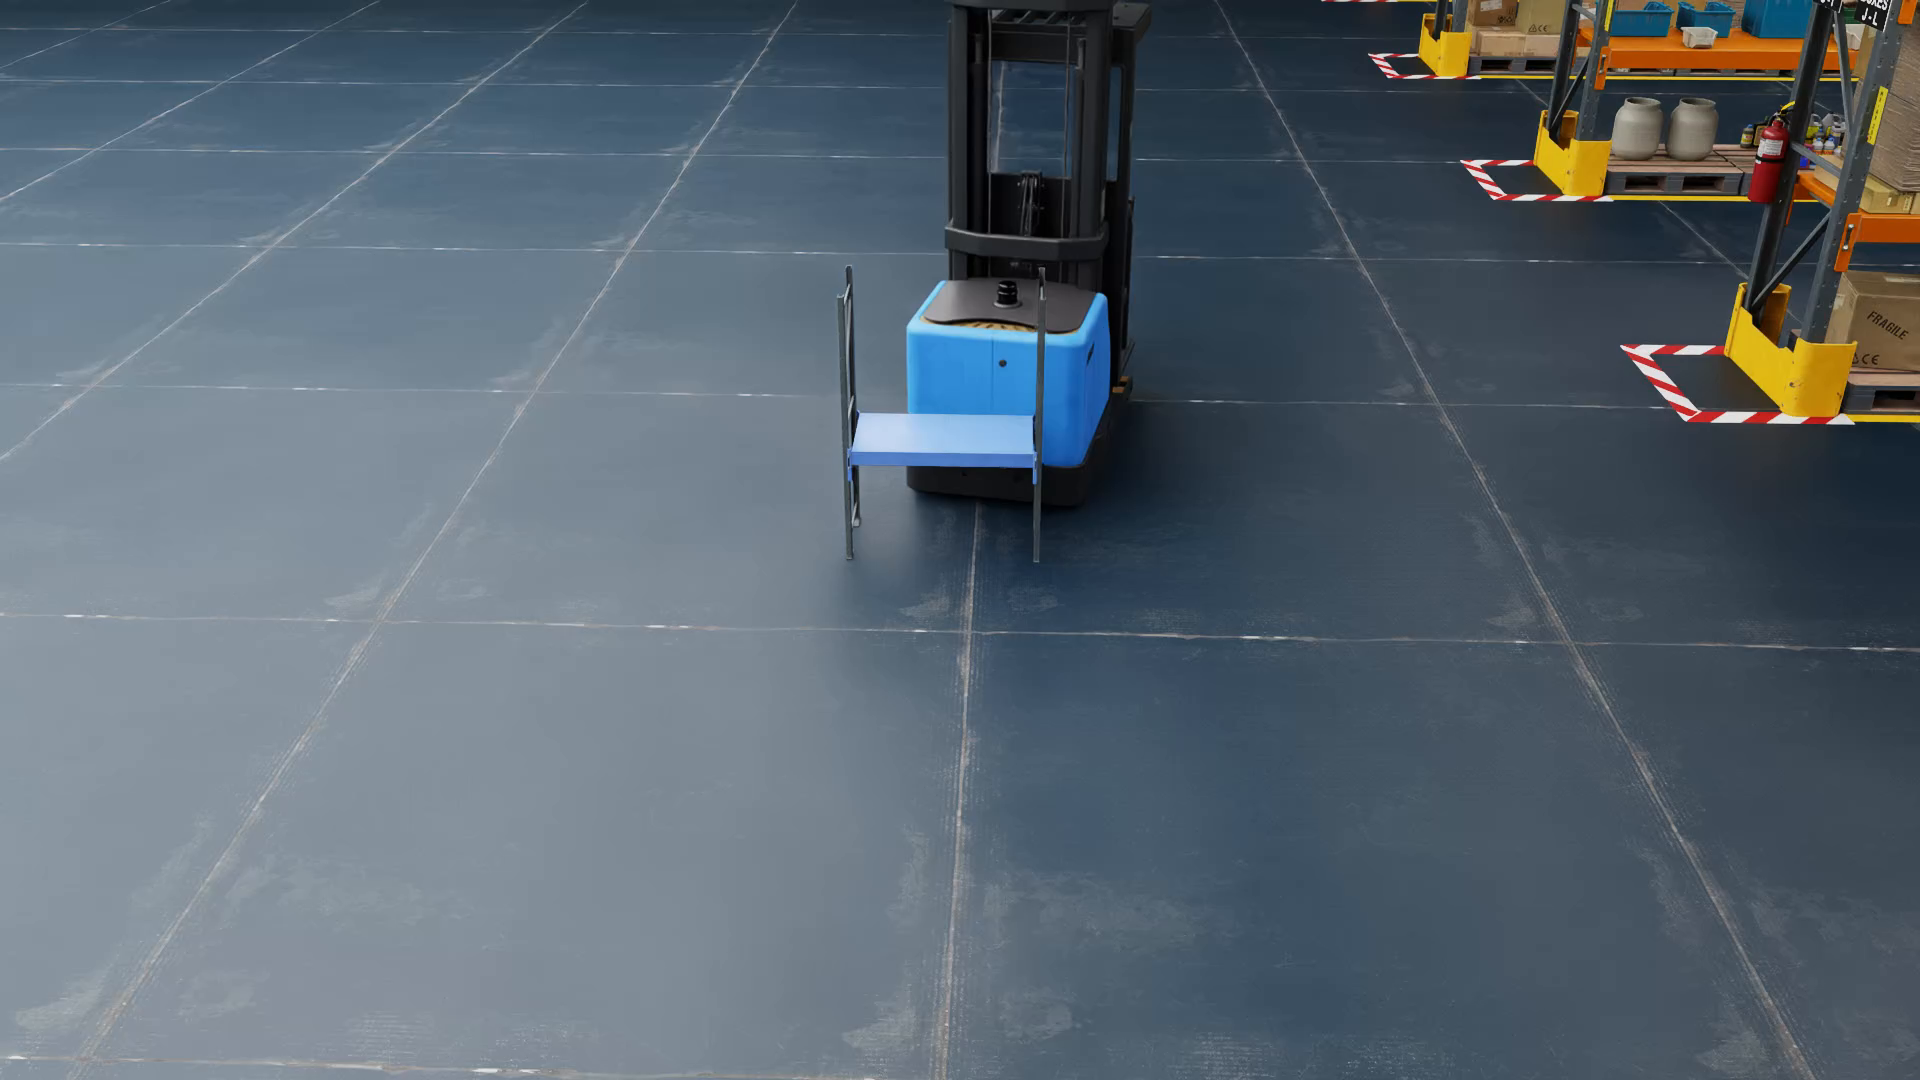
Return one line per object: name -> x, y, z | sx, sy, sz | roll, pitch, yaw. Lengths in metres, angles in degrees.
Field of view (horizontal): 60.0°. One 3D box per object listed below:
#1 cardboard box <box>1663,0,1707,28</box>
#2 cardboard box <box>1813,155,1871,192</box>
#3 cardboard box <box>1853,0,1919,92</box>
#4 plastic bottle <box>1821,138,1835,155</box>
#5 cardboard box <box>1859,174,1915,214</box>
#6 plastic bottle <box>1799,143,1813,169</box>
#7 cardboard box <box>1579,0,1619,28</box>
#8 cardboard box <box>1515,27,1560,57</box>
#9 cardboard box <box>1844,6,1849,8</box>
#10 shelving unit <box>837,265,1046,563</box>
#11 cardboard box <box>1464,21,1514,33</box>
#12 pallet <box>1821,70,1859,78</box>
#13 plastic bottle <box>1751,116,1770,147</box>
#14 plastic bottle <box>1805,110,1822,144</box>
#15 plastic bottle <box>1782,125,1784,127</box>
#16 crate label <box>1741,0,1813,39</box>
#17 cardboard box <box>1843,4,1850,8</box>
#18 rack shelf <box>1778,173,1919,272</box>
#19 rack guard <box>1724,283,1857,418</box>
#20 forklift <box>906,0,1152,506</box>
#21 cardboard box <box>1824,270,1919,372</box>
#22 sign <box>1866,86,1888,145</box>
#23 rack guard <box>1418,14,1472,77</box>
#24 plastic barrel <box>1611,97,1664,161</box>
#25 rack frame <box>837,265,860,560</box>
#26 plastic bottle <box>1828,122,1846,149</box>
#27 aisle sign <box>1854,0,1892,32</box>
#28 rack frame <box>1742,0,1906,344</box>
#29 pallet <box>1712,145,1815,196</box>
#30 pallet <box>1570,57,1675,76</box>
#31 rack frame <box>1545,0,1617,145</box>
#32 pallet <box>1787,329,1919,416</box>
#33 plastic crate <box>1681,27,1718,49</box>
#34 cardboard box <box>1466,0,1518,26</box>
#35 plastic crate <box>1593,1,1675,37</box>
cardboard box -> 8.348, -6.192, 19.415 | 0.500, 0.500, 0.500 | 1, 28, 2
cardboard box -> 5.760, -2.375, 10.796 | 0.250, 0.149, 0.380 | 1, 28, 2
cardboard box -> 6.026, -3.118, 10.437 | 0.500, 0.500, 0.500 | 1, 28, 2
plastic bottle -> 7.886, -3.518, 15.127 | 0.097, 0.271, 0.097 | 0, 28, 0
cardboard box -> 5.744, -2.167, 10.403 | 0.250, 0.149, 0.380 | 1, 28, 2
plastic bottle -> 7.669, -3.518, 15.115 | 0.133, 0.283, 0.061 | 1, 28, 3
cardboard box -> 7.349, -6.210, 19.449 | 0.500, 0.500, 0.500 | 1, 28, 2
cardboard box -> 6.849, -5.882, 19.631 | 0.500, 0.250, 0.500 | 1, 28, 2
cardboard box -> 10.223, -6.060, 19.367 | 0.500, 0.311, 0.500 | 1, 28, 2
shelving unit -> -0.085, -0.664, 8.901 | 1.048, 1.500, 0.538 | 1, 28, 2
cardboard box -> 6.367, -6.131, 20.100 | 0.500, 0.250, 0.500 | 1, 28, 2
pallet -> 10.556, -5.739, 19.850 | 1.213, 0.211, 1.003 | 1, 28, 2
plastic bottle -> 7.611, -3.888, 15.812 | 0.133, 0.283, 0.061 | 2, 28, 3
plastic bottle -> 8.049, -3.891, 15.746 | 0.185, 0.351, 0.144 | 2, 28, 4
plastic bottle -> 7.741, -3.815, 15.674 | 0.133, 0.283, 0.061 | 1, 28, 2
crate label -> 7.491, -4.824, 15.110 | 0.616, 0.435, 0.502 | 1, 28, 2
cardboard box -> 10.233, -6.311, 19.841 | 0.500, 0.311, 0.500 | 1, 28, 2
rack shelf -> 7.466, -2.043, 10.670 | 4.000, 0.370, 1.077 | 1, 28, 2
rack guard -> 5.544, -1.288, 11.147 | 0.348, 0.500, 1.175 | 1, 28, 2
forklift -> 0.525, -2.161, 10.198 | 1.130, 2.935, 3.031 | 6, 29, 12
cardboard box -> 6.091, -1.457, 11.016 | 0.500, 0.500, 0.500 | 6, 29, 11
sign -> 5.449, -2.523, 9.882 | 0.005, 0.325, 0.100 | 1, 28, 2
rack guard -> 5.797, -5.927, 19.897 | 0.348, 0.500, 1.175 | 1, 28, 2
plastic barrel -> 6.303, -3.824, 15.468 | 0.421, 0.512, 0.421 | 0, 28, 0
rack frame -> -0.593, -0.672, 8.917 | 0.032, 1.500, 0.500 | 1, 28, 2
plastic bottle -> 8.254, -3.785, 15.626 | 0.135, 0.276, 0.152 | 1, 28, 2
aisle sign -> 5.395, -3.403, 9.692 | 0.004, 0.787, 0.394 | 1, 28, 2
rack frame -> 5.468, -2.394, 10.563 | 0.127, 3.000, 1.000 | 1, 28, 2
pallet -> 7.748, -3.464, 15.559 | 1.213, 0.211, 1.003 | 1, 28, 2
pallet -> 7.803, -5.784, 19.936 | 1.213, 0.211, 1.003 | 1, 28, 2
rack frame -> 5.643, -4.712, 14.937 | 0.127, 3.000, 1.000 | 1, 28, 2
pallet -> 6.354, -1.131, 11.158 | 1.213, 0.211, 1.003 | 1, 28, 2
plastic crate -> 6.525, -4.430, 14.687 | 0.250, 0.136, 0.298 | 1, 28, 2
cardboard box -> 6.367, -6.463, 19.926 | 0.500, 0.500, 0.500 | 1, 28, 2
plastic crate -> 6.153, -4.778, 15.220 | 0.616, 0.251, 0.499 | 1, 28, 2
